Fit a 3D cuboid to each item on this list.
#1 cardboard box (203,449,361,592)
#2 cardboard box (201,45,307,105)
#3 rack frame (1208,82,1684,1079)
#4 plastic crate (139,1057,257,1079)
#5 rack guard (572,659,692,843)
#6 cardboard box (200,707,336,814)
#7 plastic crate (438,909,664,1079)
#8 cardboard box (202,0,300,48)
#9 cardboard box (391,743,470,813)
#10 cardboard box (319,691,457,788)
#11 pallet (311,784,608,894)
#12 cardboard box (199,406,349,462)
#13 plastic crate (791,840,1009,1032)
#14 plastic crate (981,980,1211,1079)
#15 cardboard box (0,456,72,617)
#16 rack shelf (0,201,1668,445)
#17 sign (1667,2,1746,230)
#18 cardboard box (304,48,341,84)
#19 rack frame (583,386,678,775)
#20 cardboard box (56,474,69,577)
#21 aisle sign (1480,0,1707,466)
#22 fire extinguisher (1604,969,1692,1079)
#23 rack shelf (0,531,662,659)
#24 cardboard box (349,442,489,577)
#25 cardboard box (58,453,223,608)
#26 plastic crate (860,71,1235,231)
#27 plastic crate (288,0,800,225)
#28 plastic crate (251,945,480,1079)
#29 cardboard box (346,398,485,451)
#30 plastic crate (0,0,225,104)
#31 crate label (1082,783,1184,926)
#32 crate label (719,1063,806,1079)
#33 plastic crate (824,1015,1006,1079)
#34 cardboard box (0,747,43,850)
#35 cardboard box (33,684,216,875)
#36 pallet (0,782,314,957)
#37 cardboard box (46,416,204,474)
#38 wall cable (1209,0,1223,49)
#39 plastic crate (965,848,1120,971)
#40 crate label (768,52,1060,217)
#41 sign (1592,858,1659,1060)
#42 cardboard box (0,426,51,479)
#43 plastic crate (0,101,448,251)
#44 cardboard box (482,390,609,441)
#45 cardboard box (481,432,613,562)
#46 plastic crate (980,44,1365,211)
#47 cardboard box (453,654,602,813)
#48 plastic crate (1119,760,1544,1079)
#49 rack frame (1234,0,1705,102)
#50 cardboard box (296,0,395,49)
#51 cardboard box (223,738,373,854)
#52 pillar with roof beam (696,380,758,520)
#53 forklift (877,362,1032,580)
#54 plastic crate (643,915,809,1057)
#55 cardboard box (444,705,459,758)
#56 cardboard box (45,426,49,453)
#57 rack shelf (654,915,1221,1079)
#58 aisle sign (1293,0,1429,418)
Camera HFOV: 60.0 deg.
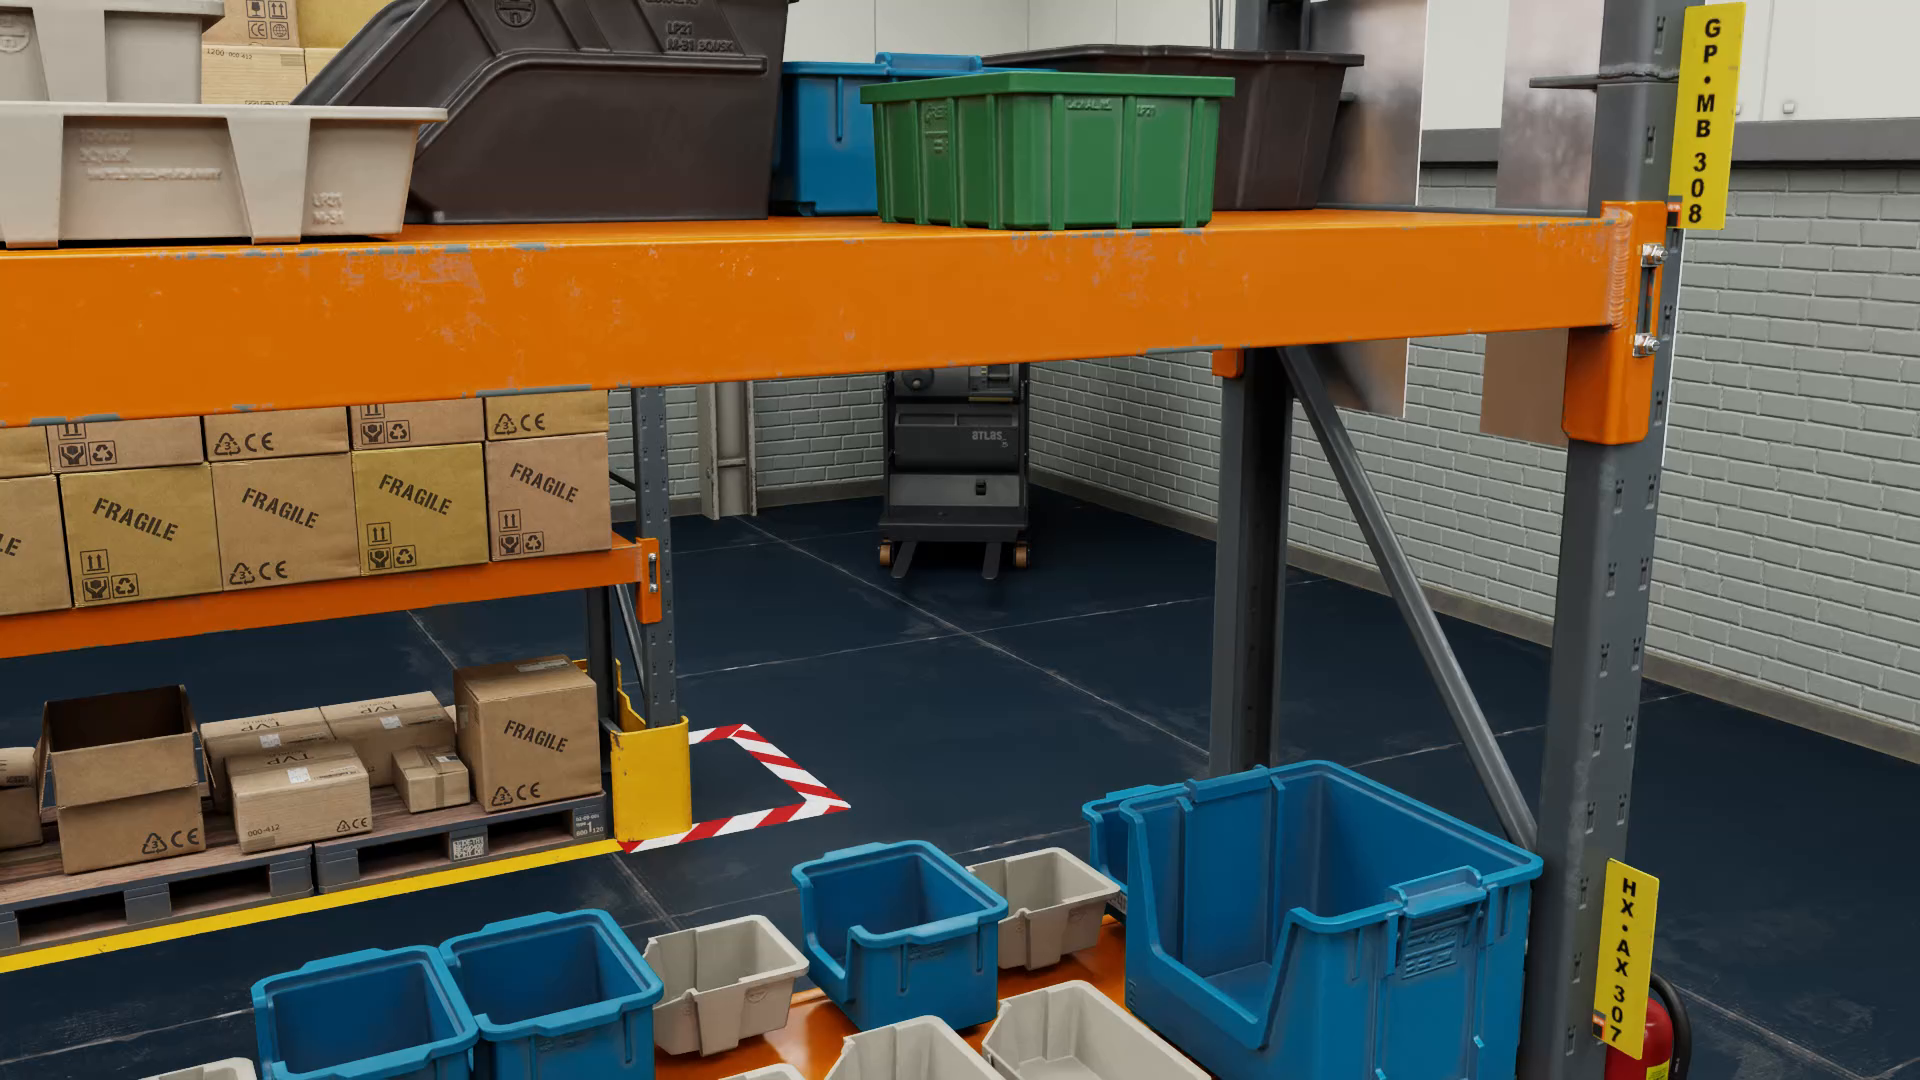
[{"bbox_3d":[-2.691,-0.120,6.583,0.500,0.500,0.500,-7,14,-27],"label":"cardboard box"},{"bbox_3d":[-2.743,-1.704,6.220,0.500,0.250,0.500,-7,14,-28],"label":"cardboard box"},{"bbox_3d":[0.836,0.677,3.267,0.127,3.000,1.000,-7,14,-28],"label":"rack frame"},{"bbox_3d":[-1.291,0.957,2.491,0.466,0.136,0.293,-7,14,-28],"label":"plastic crate"},{"bbox_3d":[-1.601,0.950,7.749,0.348,0.500,1.175,-7,14,-28],"label":"rack guard"},{"bbox_3d":[-3.025,0.957,7.285,0.500,0.250,0.500,-7,14,-28],"label":"cardboard box"},{"bbox_3d":[-0.695,0.831,2.830,0.300,0.233,0.416,-7,14,-28],"label":"plastic crate"},{"bbox_3d":[-2.845,-2.111,6.320,0.500,0.500,0.700,-7,14,-28],"label":"cardboard box"},{"bbox_3d":[-2.292,1.020,7.196,0.250,0.166,0.380,-7,14,-28],"label":"cardboard box"},{"bbox_3d":[-2.587,0.904,7.519,0.500,0.250,0.500,-7,14,-28],"label":"cardboard box"},{"bbox_3d":[-2.301,1.175,7.408,1.213,0.211,1.003,-7,14,-28],"label":"pallet"},{"bbox_3d":[-2.689,-0.606,6.463,0.500,0.500,0.500,-6,14,-26],"label":"cardboard box"},{"bbox_3d":[-0.117,0.762,3.138,0.300,0.233,0.416,-7,14,-28],"label":"plastic crate"},{"bbox_3d":[0.207,0.898,2.753,0.243,0.136,0.396,-7,14,-28],"label":"plastic crate"},{"bbox_3d":[-3.579,-0.013,6.109,0.500,0.500,0.500,-7,14,-28],"label":"cardboard box"},{"bbox_3d":[-0.920,-0.225,2.082,4.000,0.370,1.077,-7,14,-28],"label":"rack shelf"},{"bbox_3d":[1.113,-0.631,2.486,0.005,0.325,0.100,-7,14,-28],"label":"sign"},{"bbox_3d":[-2.302,-1.756,6.450,0.500,0.250,0.500,-7,14,-28],"label":"cardboard box"},{"bbox_3d":[-1.535,-0.278,7.511,0.127,3.000,1.000,-7,14,-28],"label":"rack frame"},{"bbox_3d":[-3.828,-0.117,6.567,0.500,0.500,0.500,-6,14,-27],"label":"cardboard box"},{"bbox_3d":[1.039,-0.542,2.764,0.004,0.787,0.394,-7,14,-28],"label":"aisle sign"},{"bbox_3d":[1.186,0.969,2.998,0.183,0.674,0.296,-7,14,-28],"label":"fire extinguisher"},{"bbox_3d":[-3.290,0.284,6.655,4.000,0.370,1.077,-7,14,-28],"label":"rack shelf"},{"bbox_3d":[-2.251,-0.171,6.812,0.500,0.500,0.500,-7,14,-27],"label":"cardboard box"},{"bbox_3d":[-3.134,-0.067,6.348,0.500,0.500,0.500,-7,14,-29],"label":"cardboard box"},{"bbox_3d":[0.107,-0.524,2.255,0.336,0.188,0.450,-7,14,-28],"label":"plastic crate"},{"bbox_3d":[-0.637,-0.648,2.466,0.767,0.338,0.504,-7,14,-28],"label":"plastic crate"},{"bbox_3d":[-0.958,0.862,2.690,0.300,0.233,0.416,-7,14,-28],"label":"plastic crate"},{"bbox_3d":[-2.237,-0.661,6.709,0.500,0.500,0.500,-6,14,-26],"label":"cardboard box"},{"bbox_3d":[-1.258,-0.554,2.179,0.530,0.282,0.437,-7,14,-28],"label":"plastic crate"},{"bbox_3d":[0.461,0.692,3.445,0.303,0.233,0.416,-7,14,-28],"label":"crate label"},{"bbox_3d":[-0.288,0.959,2.479,0.243,0.136,0.396,-7,14,-28],"label":"crate label"},{"bbox_3d":[-0.055,0.925,2.630,0.243,0.136,0.396,-7,14,-28],"label":"plastic crate"},{"bbox_3d":[-4.023,1.047,6.747,0.500,0.311,0.500,-7,14,-28],"label":"cardboard box"},{"bbox_3d":[-3.399,0.948,6.749,0.637,0.503,0.797,-7,14,-28],"label":"cardboard box"},{"bbox_3d":[-3.370,1.303,6.841,1.213,0.211,1.003,-7,14,-28],"label":"pallet"},{"bbox_3d":[-3.140,-0.552,6.223,0.500,0.500,0.500,-6,14,-26],"label":"cardboard box"},{"bbox_3d":[1.224,-3.170,13.771,0.112,2.526,3.097,-7,14,-28],"label":"wall cable"},{"bbox_3d":[0.140,0.757,3.377,0.298,0.136,0.250,-7,14,-28],"label":"plastic crate"},{"bbox_3d":[-0.129,-0.679,2.799,0.502,0.251,0.408,-7,14,-28],"label":"crate label"},{"bbox_3d":[1.113,0.702,2.786,0.005,0.325,0.100,-7,14,-28],"label":"sign"},{"bbox_3d":[-3.593,-0.497,5.981,0.500,0.500,0.500,-7,15,-30],"label":"cardboard box"},{"bbox_3d":[-0.859,-0.392,1.788,0.530,0.136,0.437,-7,14,-28],"label":"plastic crate"},{"bbox_3d":[-1.793,-0.714,6.946,0.500,0.500,0.500,-7,14,-28],"label":"cardboard box"},{"bbox_3d":[-1.797,-0.227,7.057,0.500,0.500,0.500,-6,14,-26],"label":"cardboard box"},{"bbox_3d":[0.364,-0.735,3.011,0.590,0.269,0.497,-7,14,-28],"label":"plastic crate"},{"bbox_3d":[-1.894,0.832,7.272,0.500,0.500,0.500,-7,14,-28],"label":"cardboard box"},{"bbox_3d":[0.631,0.702,2.940,0.499,0.435,0.616,-7,14,-28],"label":"plastic crate"},{"bbox_3d":[0.836,-2.249,2.608,0.127,3.000,1.000,-7,14,-28],"label":"rack frame"},{"bbox_3d":[-2.457,-2.184,6.645,0.500,0.500,0.700,-7,14,-28],"label":"cardboard box"},{"bbox_3d":[-2.742,1.048,6.881,0.500,0.250,0.500,-7,14,-28],"label":"cardboard box"},{"bbox_3d":[0.107,-3.780,9.408,0.400,9.000,9.100,-7,14,-28],"label":"pillar with roof beam"},{"bbox_3d":[-0.032,-1.293,12.181,1.130,2.935,3.031,1,13,3],"label":"forklift"},{"bbox_3d":[-0.456,0.829,3.060,0.298,0.136,0.250,-7,14,-28],"label":"plastic crate"},{"bbox_3d":[-2.286,0.894,7.755,0.250,0.166,0.380,-7,14,-28],"label":"cardboard box"},{"bbox_3d":[-3.835,-0.604,6.455,0.500,0.500,0.500,-7,14,-27],"label":"cardboard box"},{"bbox_3d":[-0.920,1.239,2.411,4.000,0.370,1.077,-7,14,-28],"label":"rack shelf"},{"bbox_3d":[0.756,-0.656,3.270,0.004,0.787,0.394,-7,14,-28],"label":"aisle sign"}]
